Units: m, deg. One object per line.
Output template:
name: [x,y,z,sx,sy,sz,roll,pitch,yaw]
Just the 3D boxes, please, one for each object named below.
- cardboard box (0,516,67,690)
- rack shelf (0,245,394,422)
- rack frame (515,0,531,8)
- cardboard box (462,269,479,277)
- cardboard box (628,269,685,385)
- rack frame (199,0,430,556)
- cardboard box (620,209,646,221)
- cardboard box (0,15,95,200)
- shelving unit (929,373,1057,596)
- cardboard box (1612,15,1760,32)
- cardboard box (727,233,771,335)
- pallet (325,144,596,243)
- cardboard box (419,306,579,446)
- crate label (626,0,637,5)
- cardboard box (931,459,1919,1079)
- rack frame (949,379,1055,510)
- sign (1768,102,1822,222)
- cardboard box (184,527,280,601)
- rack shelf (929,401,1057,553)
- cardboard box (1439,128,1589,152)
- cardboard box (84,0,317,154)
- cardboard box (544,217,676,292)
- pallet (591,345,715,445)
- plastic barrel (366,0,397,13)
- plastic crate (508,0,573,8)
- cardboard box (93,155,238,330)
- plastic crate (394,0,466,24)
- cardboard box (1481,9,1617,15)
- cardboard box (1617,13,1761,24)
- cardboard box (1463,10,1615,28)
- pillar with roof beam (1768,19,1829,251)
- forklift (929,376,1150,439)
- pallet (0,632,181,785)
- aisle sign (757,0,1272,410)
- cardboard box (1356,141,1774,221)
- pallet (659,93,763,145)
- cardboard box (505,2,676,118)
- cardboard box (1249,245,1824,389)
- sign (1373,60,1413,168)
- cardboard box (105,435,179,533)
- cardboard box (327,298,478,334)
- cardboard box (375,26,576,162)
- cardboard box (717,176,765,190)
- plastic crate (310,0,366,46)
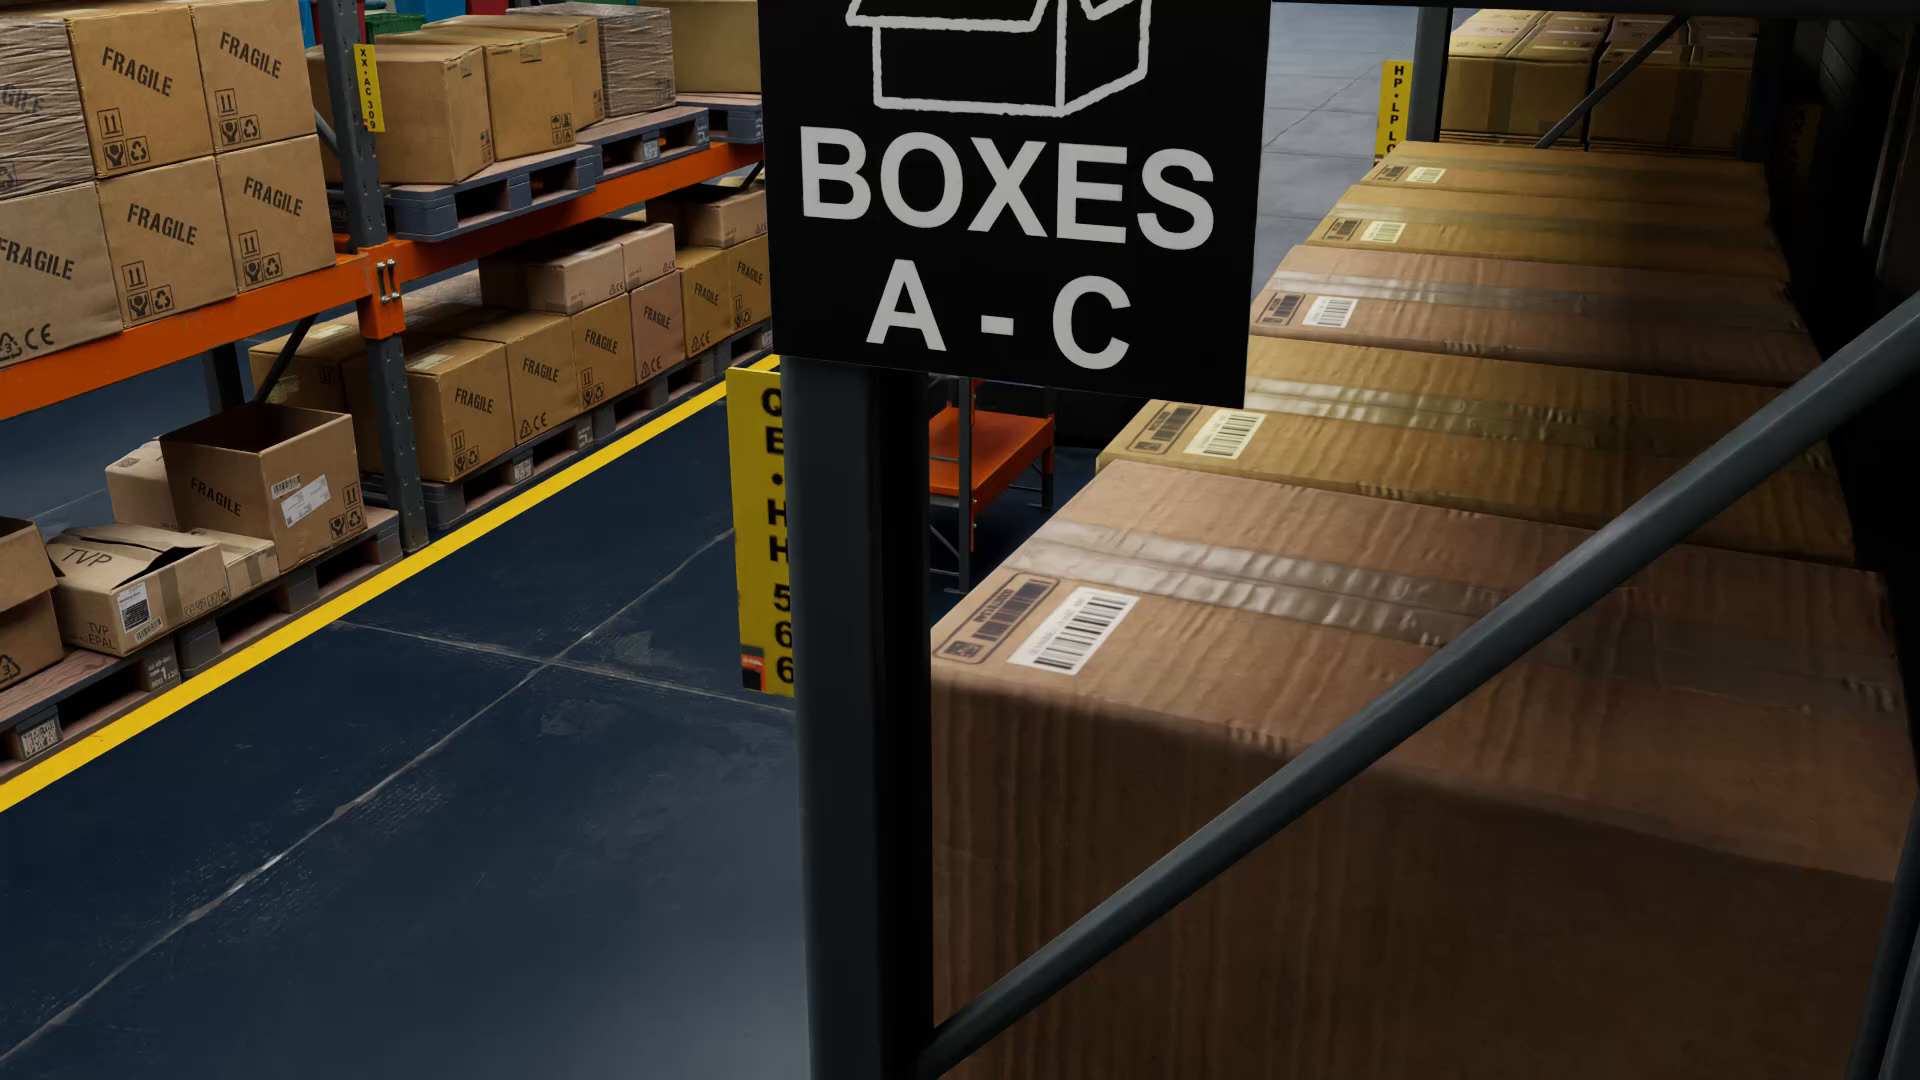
cardboard box: [-3.474,0.210,5.523,0.797,0.503,0.637,9,24,20]
rack shelf: [-3.524,-0.364,5.163,1.077,0.370,4.000,9,24,20]
rack frame: [-4.407,-4.985,15.293,1.000,3.000,0.127,9,24,20]
cardboard box: [-2.299,-1.216,8.942,0.500,0.500,0.500,8,24,18]
cardboard box: [-1.806,-1.151,8.785,0.500,0.500,0.500,8,24,18]
rack frame: [-2.781,-1.412,6.738,1.000,3.000,0.127,9,24,20]
cardboard box: [-1.729,-1.771,10.270,0.500,0.500,0.500,10,25,22]
cardboard box: [-3.103,-1.337,5.132,0.500,0.500,0.500,9,24,20]
shelving unit: [-0.003,-0.517,7.027,0.538,1.125,1.048,9,24,20]
cardboard box: [2.602,-1.738,6.005,0.500,0.250,0.500,8,24,18]
cardboard box: [-1.424,-1.524,9.680,0.500,0.500,0.500,10,25,22]
pallet: [-2.383,-1.593,7.422,1.003,0.211,1.213,9,24,20]
cardboard box: [-2.187,-0.792,7.927,0.500,0.500,0.500,9,24,21]
crate label: [-3.353,-5.735,17.043,0.502,0.435,0.616,9,24,20]
cardboard box: [0.514,0.405,1.999,0.980,0.700,0.700,10,25,22]
rack frame: [0.186,-0.699,7.463,0.500,1.125,0.032,9,24,20]
sign: [2.336,-1.061,4.672,0.100,0.325,0.005,9,24,20]
cardboard box: [-2.813,0.088,6.275,0.380,0.149,0.250,9,24,20]
rack shelf: [-0.003,-0.291,7.122,0.538,0.278,1.000,9,24,20]
cardboard box: [1.757,-1.098,5.445,0.500,0.500,0.500,8,24,19]
cardboard box: [-2.728,-1.701,6.004,0.500,0.500,0.500,9,24,20]
cardboard box: [-1.818,-1.483,8.608,0.500,0.250,0.500,8,24,19]
pallet: [-2.062,-0.860,9.034,1.003,0.211,1.213,9,24,20]
plastic barrel: [-4.966,-4.737,14.522,0.433,0.535,0.433,0,23,0]
plastic crate: [-4.094,-5.126,15.709,0.767,0.338,0.504,9,24,20]
cardboard box: [-2.918,-1.058,5.760,0.500,0.500,0.500,9,24,22]
plastic crate: [-4.528,-4.538,14.244,0.392,0.384,0.575,9,24,20]
cardboard box: [2.333,-1.993,6.615,0.500,0.250,0.500,8,24,19]
cardboard box: [2.800,-1.924,6.450,0.500,0.250,0.500,8,24,19]
cardboard box: [2.144,-1.810,6.178,0.500,0.250,0.500,9,24,21]
pillar with roof beam: [0.595,-5.861,9.607,9.100,9.000,0.400,9,24,20]
forklift: [0.688,-2.393,9.175,1.130,2.935,3.031,6,23,13]
pallet: [-3.488,0.559,5.639,1.003,0.211,1.213,9,24,20]
aisle sign: [0.029,-0.489,1.156,0.394,0.787,0.004,9,24,20]
cardboard box: [1.603,-0.650,4.526,0.980,0.700,0.700,9,24,21]
pallet: [-1.482,-2.502,9.597,1.213,0.211,1.003,9,24,20]
cardboard box: [-1.941,-2.542,8.768,0.700,0.500,0.500,14,26,30]
cardboard box: [1.066,-0.128,3.276,0.980,0.700,0.700,8,24,17]
sign: [1.312,-1.276,5.013,0.100,0.325,0.005,9,24,20]
cardboard box: [-3.138,-0.255,6.886,0.500,0.311,0.500,9,24,20]
cardboard box: [-2.672,-0.855,8.077,0.500,0.500,0.500,9,24,20]
cardboard box: [-2.201,-2.044,7.578,0.700,0.500,0.500,13,26,28]
cardboard box: [-1.329,-2.250,11.039,0.500,0.311,0.500,9,24,21]
plastic crate: [-5.008,-4.118,13.133,0.402,0.464,0.583,9,24,20]
